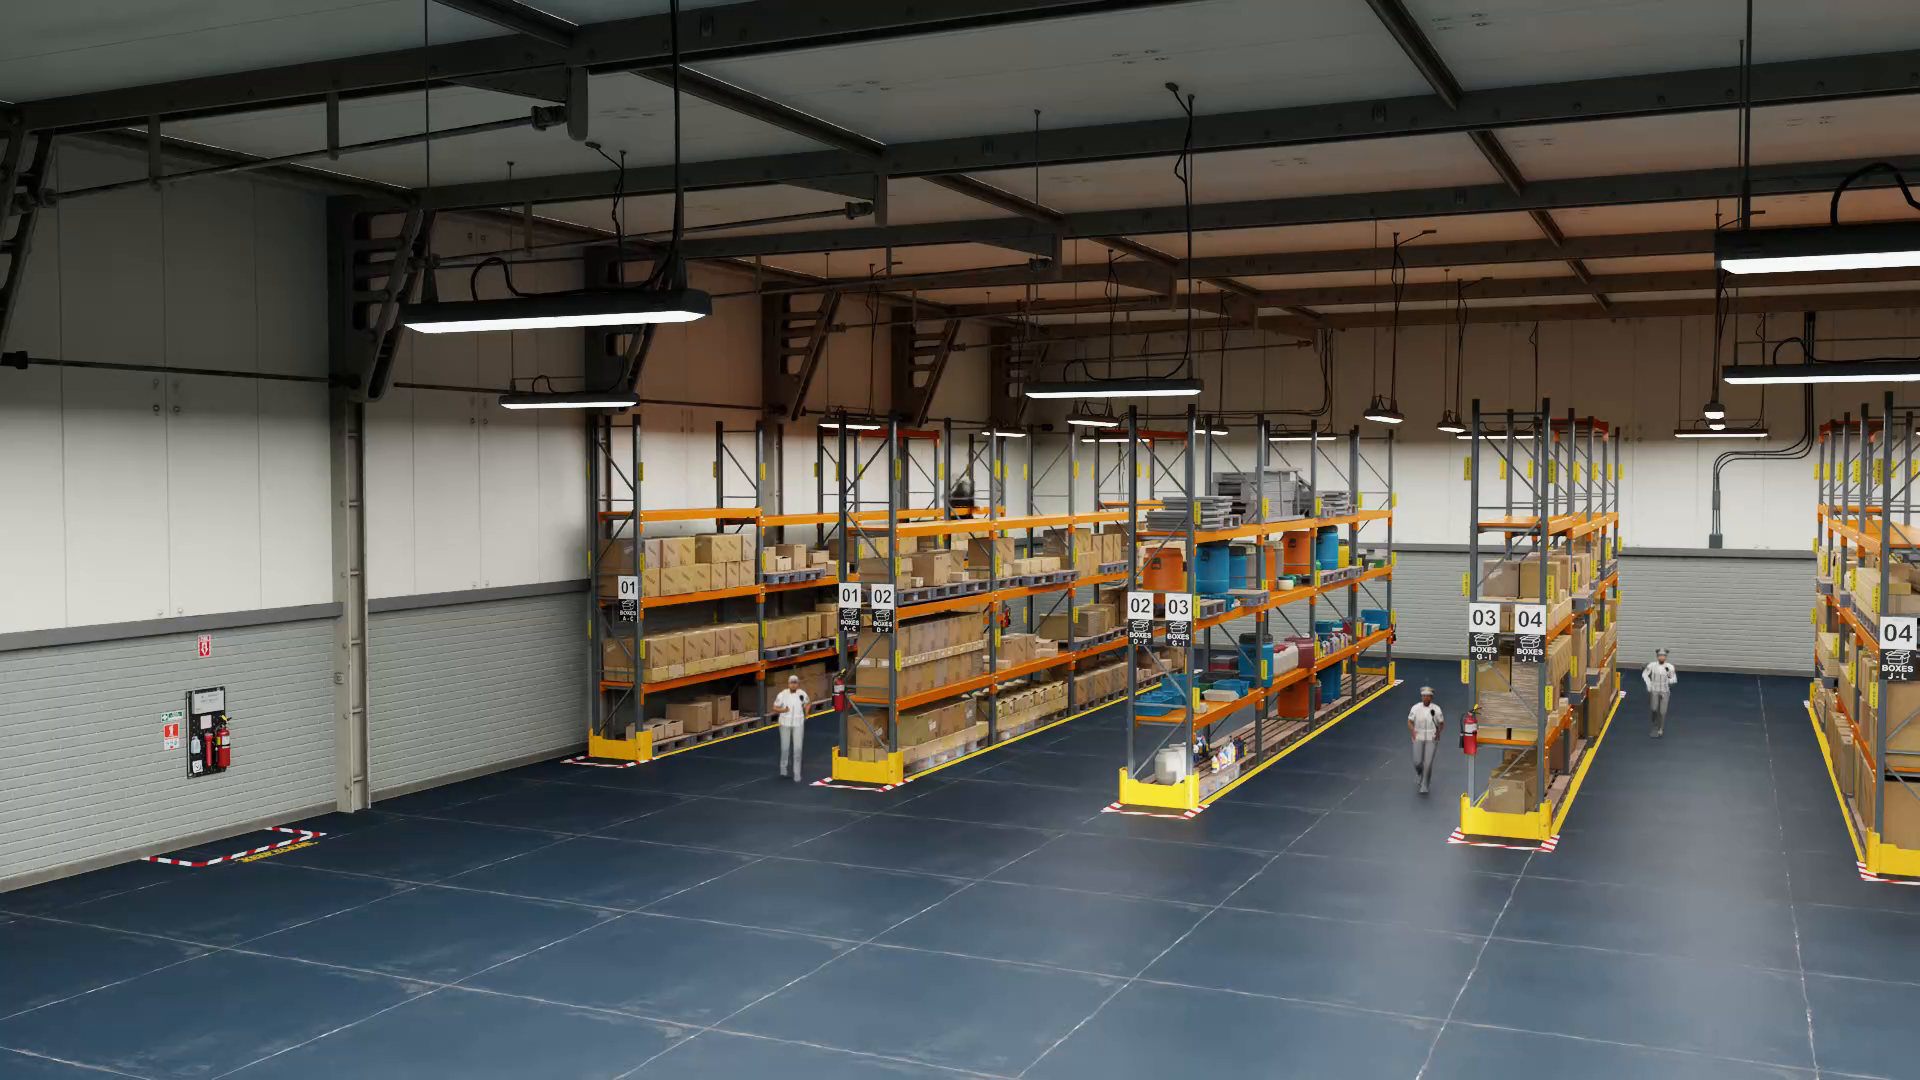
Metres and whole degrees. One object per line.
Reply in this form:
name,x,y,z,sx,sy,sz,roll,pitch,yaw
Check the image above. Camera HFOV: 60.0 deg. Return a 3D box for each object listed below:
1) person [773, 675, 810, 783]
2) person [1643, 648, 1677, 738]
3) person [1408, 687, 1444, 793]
person,-2.736,3.060,27.070,0.610,1.706,0.765,0,2,-7
person,13.172,2.878,31.292,0.587,1.708,0.679,1,2,20
person,7.264,3.105,25.936,0.557,1.654,0.549,1,2,17
